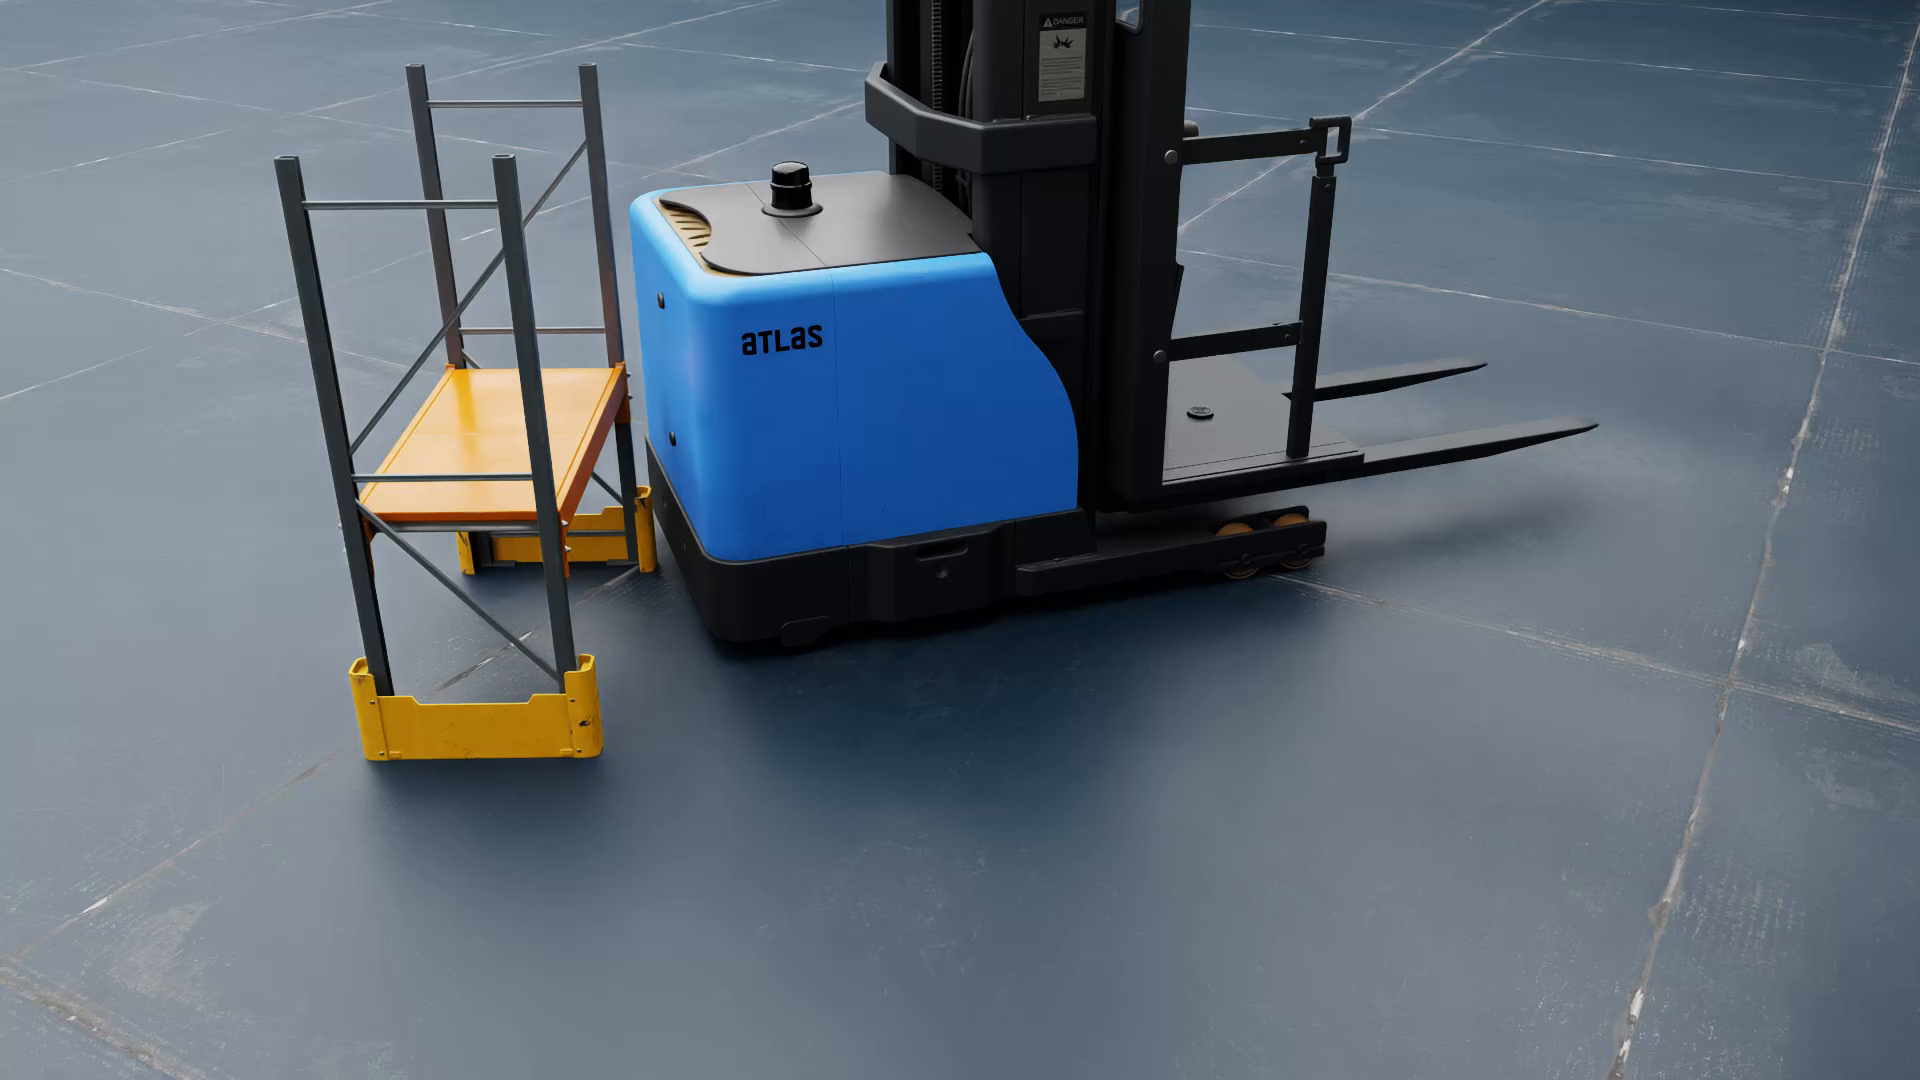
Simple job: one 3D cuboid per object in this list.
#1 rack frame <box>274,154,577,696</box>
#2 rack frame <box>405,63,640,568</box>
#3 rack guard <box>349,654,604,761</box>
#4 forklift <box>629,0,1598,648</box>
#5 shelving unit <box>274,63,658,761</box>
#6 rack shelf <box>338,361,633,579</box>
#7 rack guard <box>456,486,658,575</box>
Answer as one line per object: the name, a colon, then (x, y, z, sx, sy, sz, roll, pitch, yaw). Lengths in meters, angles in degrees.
rack frame: (-1.197, -0.141, 3.857, 0.500, 1.500, 0.032, -1, 27, -1)
rack frame: (-1.223, -0.596, 4.766, 0.500, 1.500, 0.032, -1, 27, -1)
rack guard: (-1.197, 0.417, 4.138, 0.587, 0.250, 0.087, -1, 27, -1)
forklift: (0.585, -1.405, 4.783, 3.031, 2.935, 1.130, -9, 28, -18)
shelving unit: (-1.210, -0.365, 4.303, 0.587, 1.500, 1.083, -1, 27, -1)
rack shelf: (-1.210, -0.208, 4.392, 0.538, 0.185, 1.000, -1, 27, -1)
rack guard: (-1.222, -0.029, 5.028, 0.587, 0.250, 0.087, -1, 27, -1)
